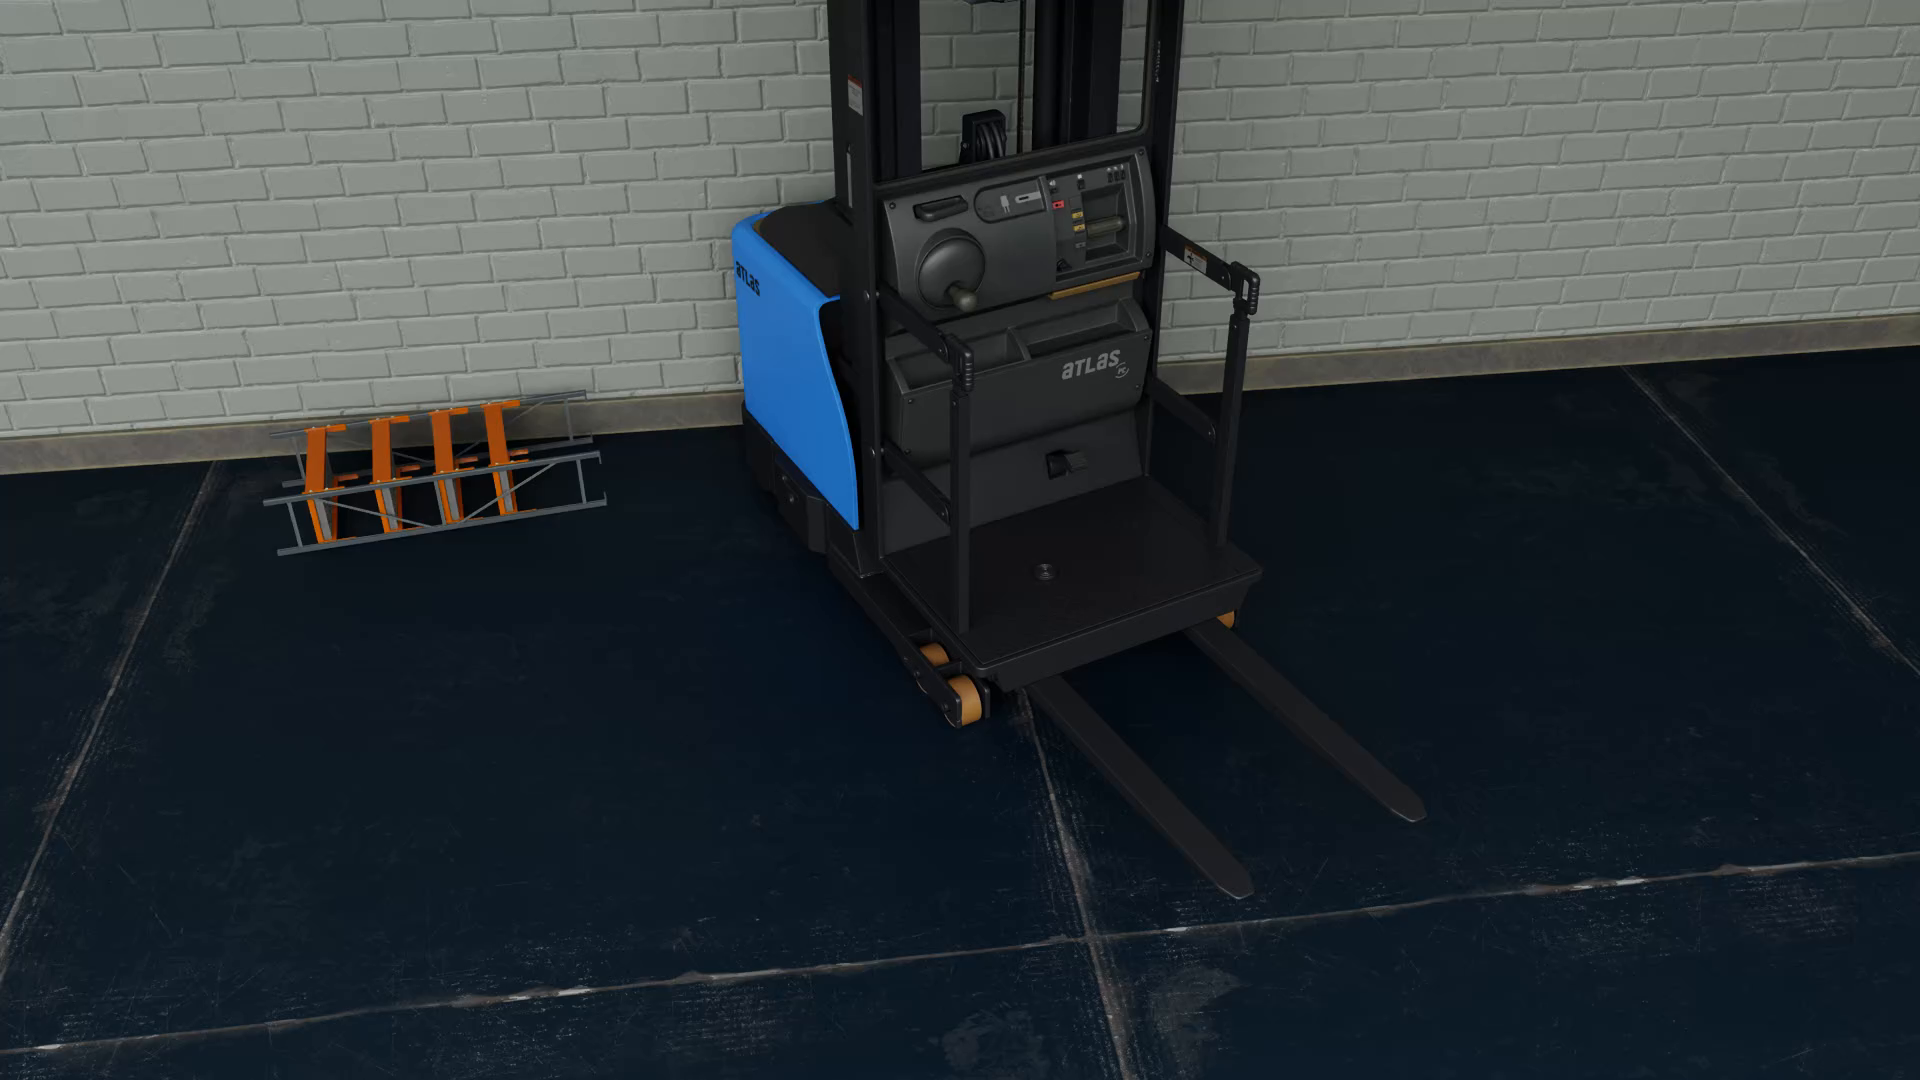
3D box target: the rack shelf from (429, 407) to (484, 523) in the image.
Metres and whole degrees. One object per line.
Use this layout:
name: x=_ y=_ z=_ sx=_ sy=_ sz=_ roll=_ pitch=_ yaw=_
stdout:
rack shelf: x=-1.939 y=-0.282 z=6.403 sx=0.148 sy=0.258 sz=0.480 roll=-10 pitch=35 yaw=-14

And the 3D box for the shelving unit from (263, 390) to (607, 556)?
shelving unit: x=-2.003 y=-0.271 z=6.387 sx=1.200 sy=0.258 sz=0.503 roll=-10 pitch=35 yaw=-14

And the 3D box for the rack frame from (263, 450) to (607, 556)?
rack frame: x=-1.933 y=-0.140 z=6.194 sx=1.200 sy=0.240 sz=0.015 roll=-10 pitch=35 yaw=-14

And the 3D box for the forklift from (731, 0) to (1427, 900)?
forklift: x=0.303 y=-0.903 z=4.972 sx=1.130 sy=2.935 sz=3.031 roll=-17 pitch=38 yaw=-24

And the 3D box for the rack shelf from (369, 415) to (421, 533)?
rack shelf: x=-2.153 y=-0.246 z=6.350 sx=0.148 sy=0.258 sz=0.480 roll=-10 pitch=35 yaw=-14

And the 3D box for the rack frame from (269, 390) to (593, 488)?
rack frame: x=-2.073 y=-0.403 z=6.580 sx=1.200 sy=0.240 sz=0.015 roll=-10 pitch=35 yaw=-14

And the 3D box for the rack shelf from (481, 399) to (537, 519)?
rack shelf: x=-1.749 y=-0.314 z=6.450 sx=0.148 sy=0.258 sz=0.480 roll=-10 pitch=35 yaw=-14

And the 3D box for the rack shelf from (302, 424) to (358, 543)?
rack shelf: x=-2.380 y=-0.208 z=6.294 sx=0.148 sy=0.258 sz=0.480 roll=-10 pitch=35 yaw=-14
